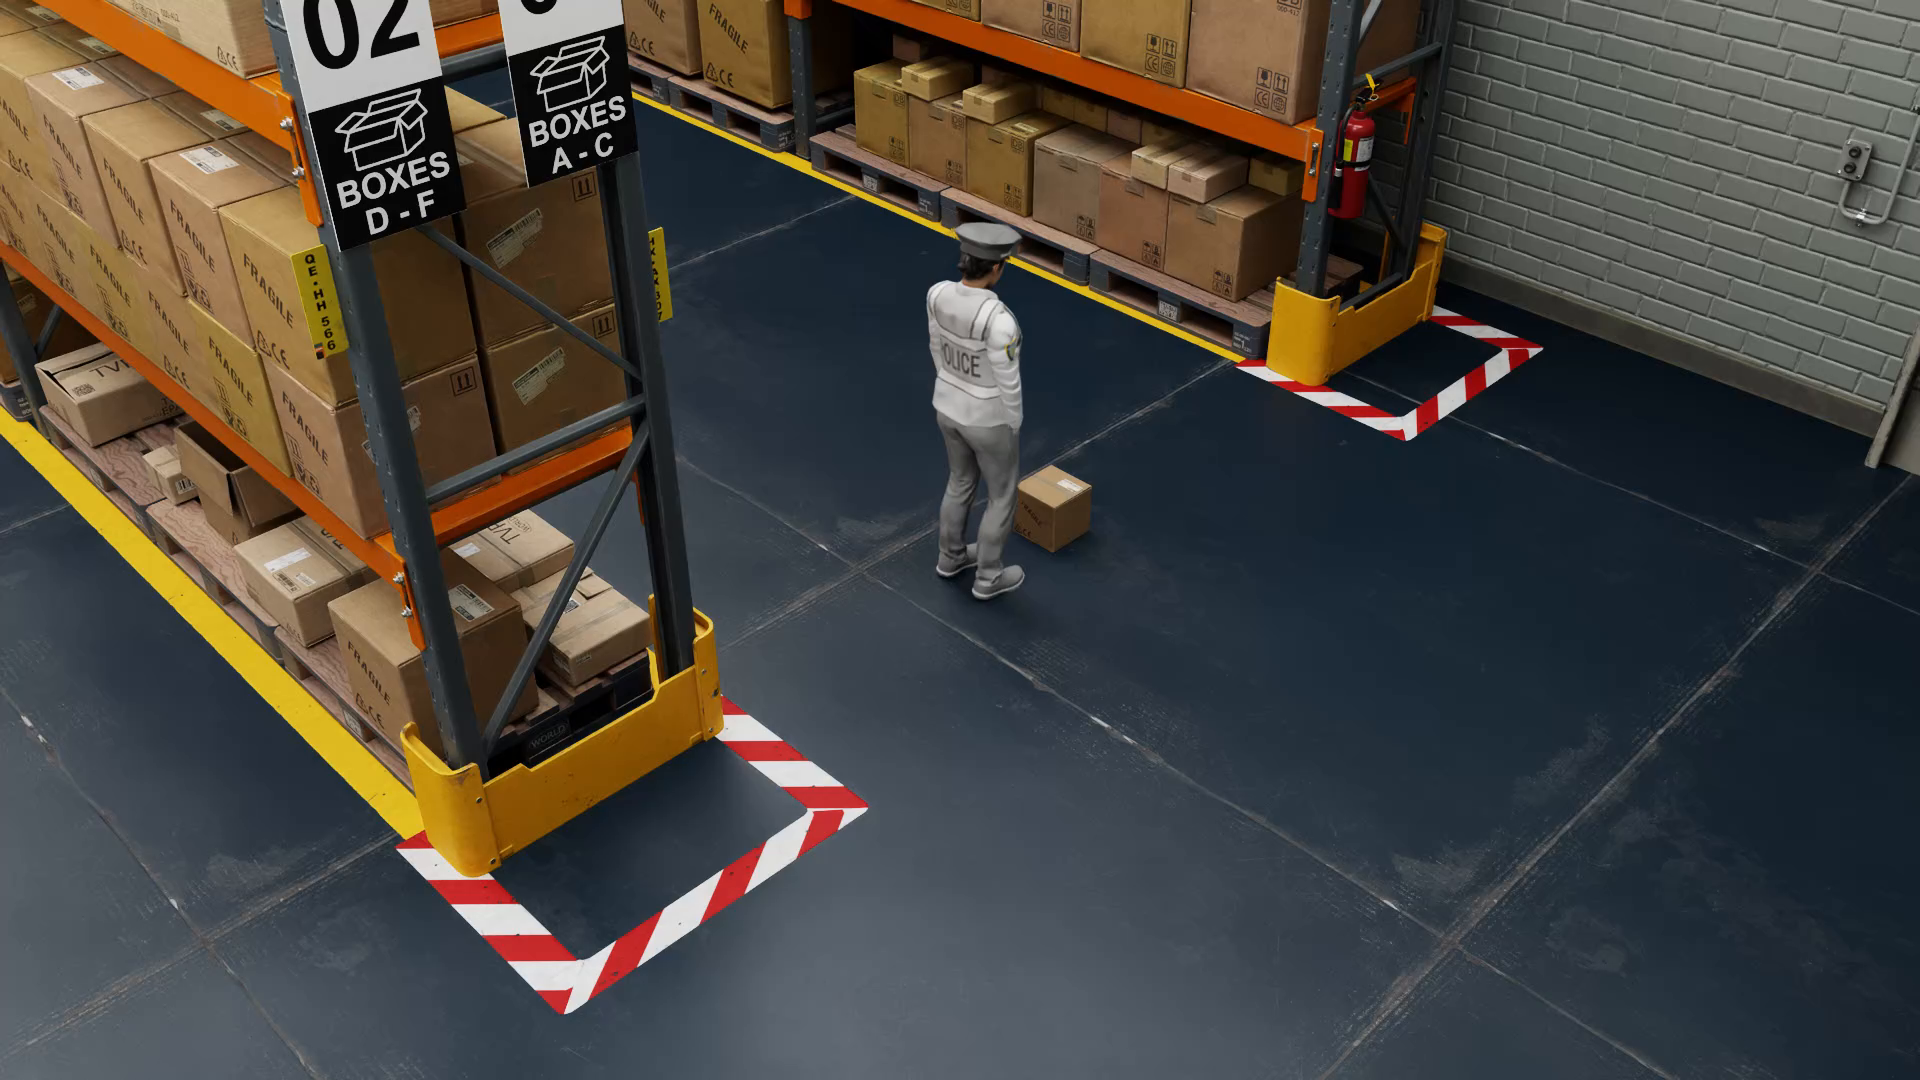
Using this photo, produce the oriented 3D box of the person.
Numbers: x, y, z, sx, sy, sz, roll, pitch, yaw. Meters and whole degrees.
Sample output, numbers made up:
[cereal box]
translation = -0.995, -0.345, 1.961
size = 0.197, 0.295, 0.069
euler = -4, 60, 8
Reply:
[person]
translation = 0.070, -0.523, 6.891
size = 0.352, 1.658, 0.479
euler = -29, 45, -34
